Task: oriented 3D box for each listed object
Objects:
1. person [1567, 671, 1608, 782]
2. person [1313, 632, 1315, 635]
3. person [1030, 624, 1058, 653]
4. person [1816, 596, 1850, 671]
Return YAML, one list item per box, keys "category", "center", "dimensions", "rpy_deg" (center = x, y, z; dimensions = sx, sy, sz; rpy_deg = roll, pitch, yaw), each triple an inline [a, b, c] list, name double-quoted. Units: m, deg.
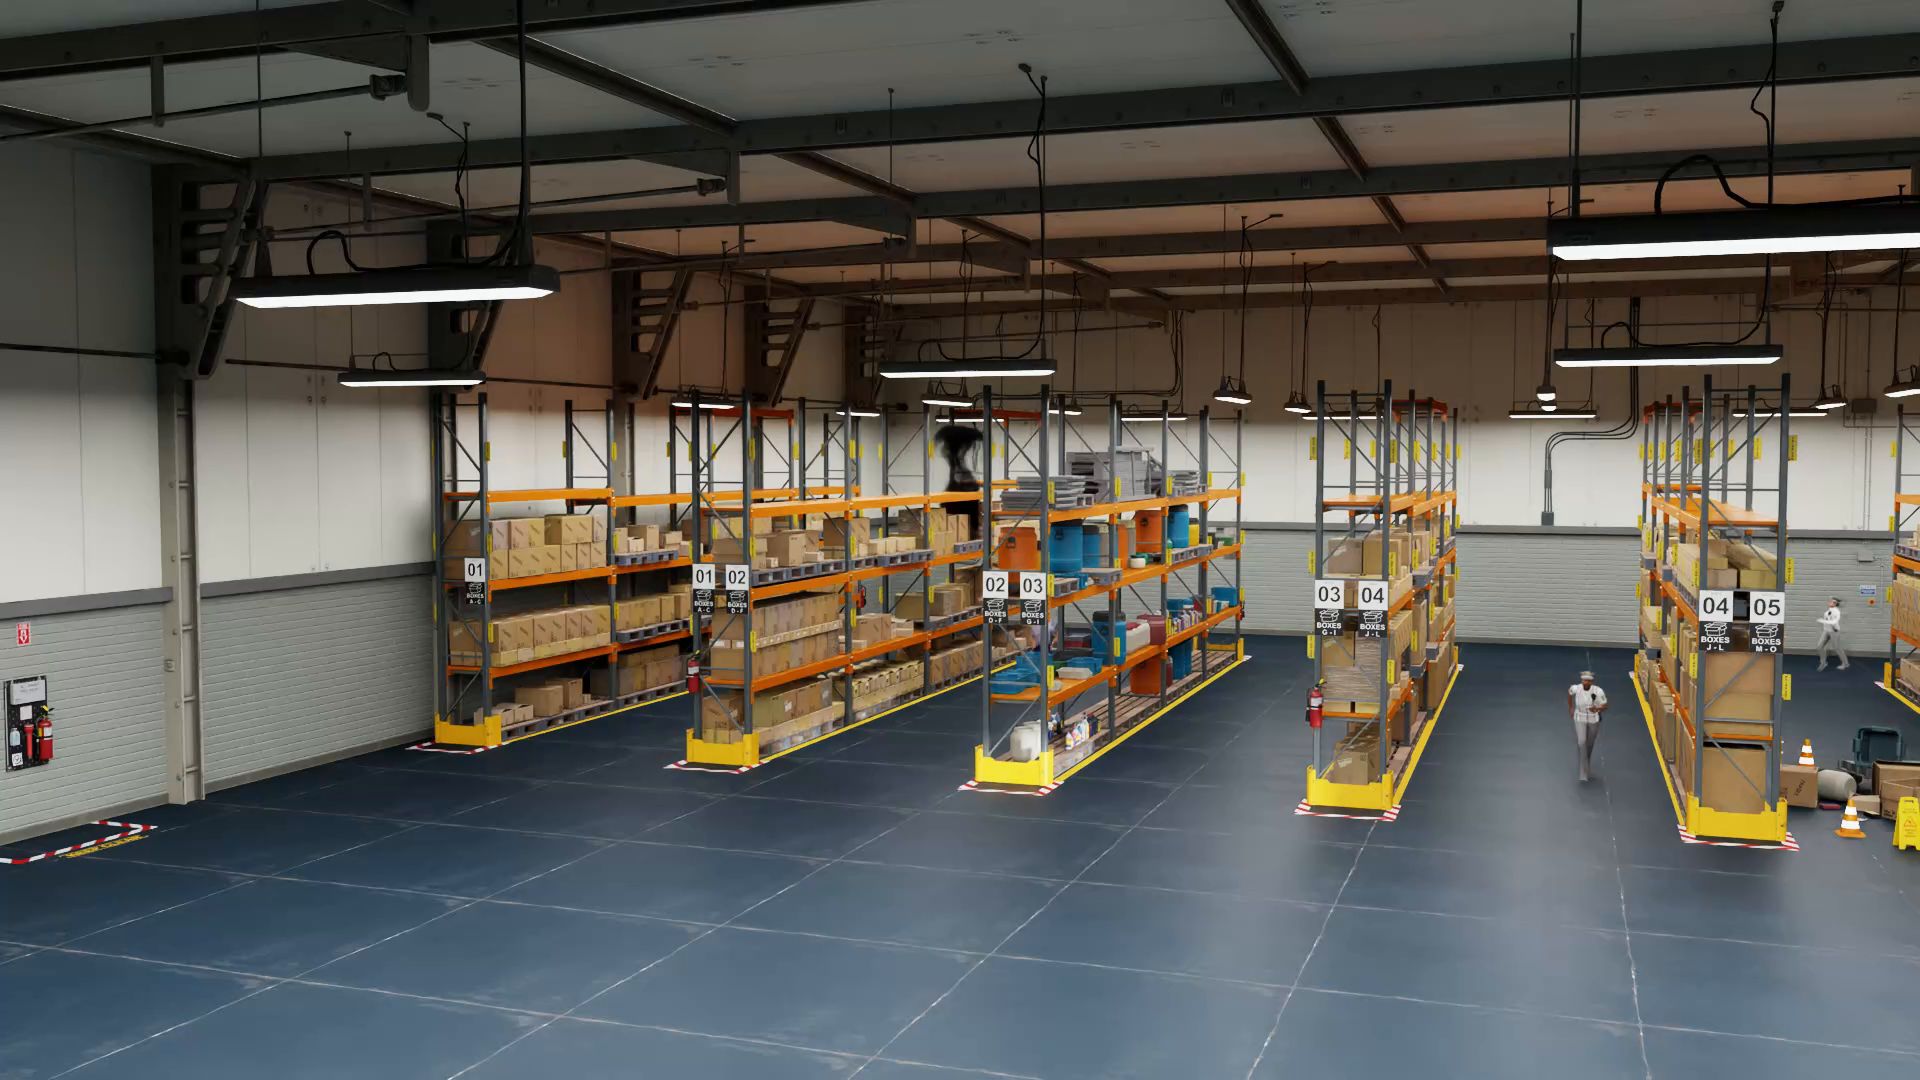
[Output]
- category: "person"
  center: [9.649, 2.825, 25.593]
  dimensions: [0.576, 1.696, 0.955]
  rpy_deg: [1, 3, 17]
- category: "person"
  center: [7.617, 2.301, 34.337]
  dimensions: [0.686, 1.745, 0.900]
  rpy_deg: [1, 3, 16]
- category: "person"
  center: [1.762, 2.339, 35.119]
  dimensions: [0.595, 1.590, 0.560]
  rpy_deg: [1, 3, 11]
- category: "person"
  center: [19.864, 2.145, 37.857]
  dimensions: [0.747, 1.754, 0.578]
  rpy_deg: [0, 3, -1]
